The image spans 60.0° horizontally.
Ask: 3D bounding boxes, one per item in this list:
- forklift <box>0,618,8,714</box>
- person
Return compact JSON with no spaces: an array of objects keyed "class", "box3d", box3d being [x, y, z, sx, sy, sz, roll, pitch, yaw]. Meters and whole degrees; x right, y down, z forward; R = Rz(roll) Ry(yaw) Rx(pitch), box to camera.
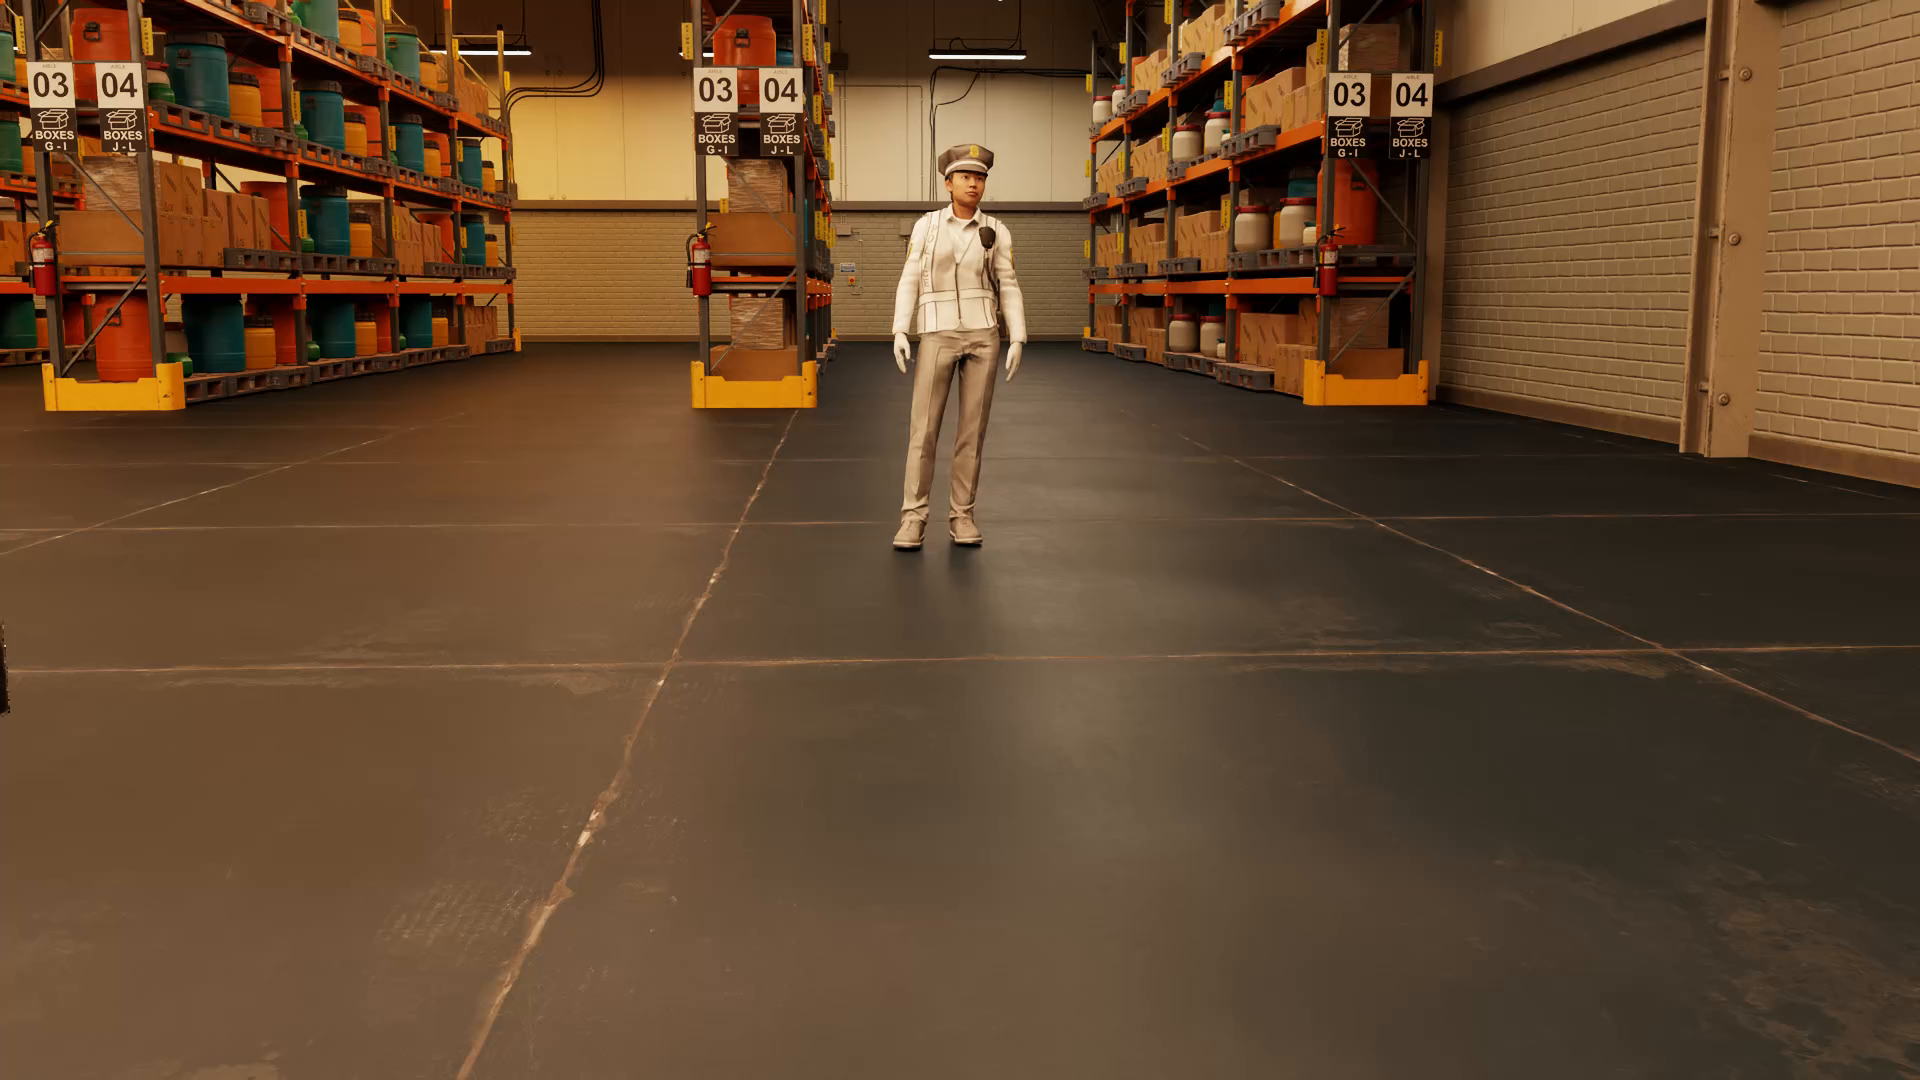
[{"class":"forklift","box3d":[-3.657,-0.845,3.024,1.130,2.935,3.031,7,11,41]},{"class":"person","box3d":[-0.002,-0.835,7.117,0.588,1.695,0.531,-1,8,-4]}]
